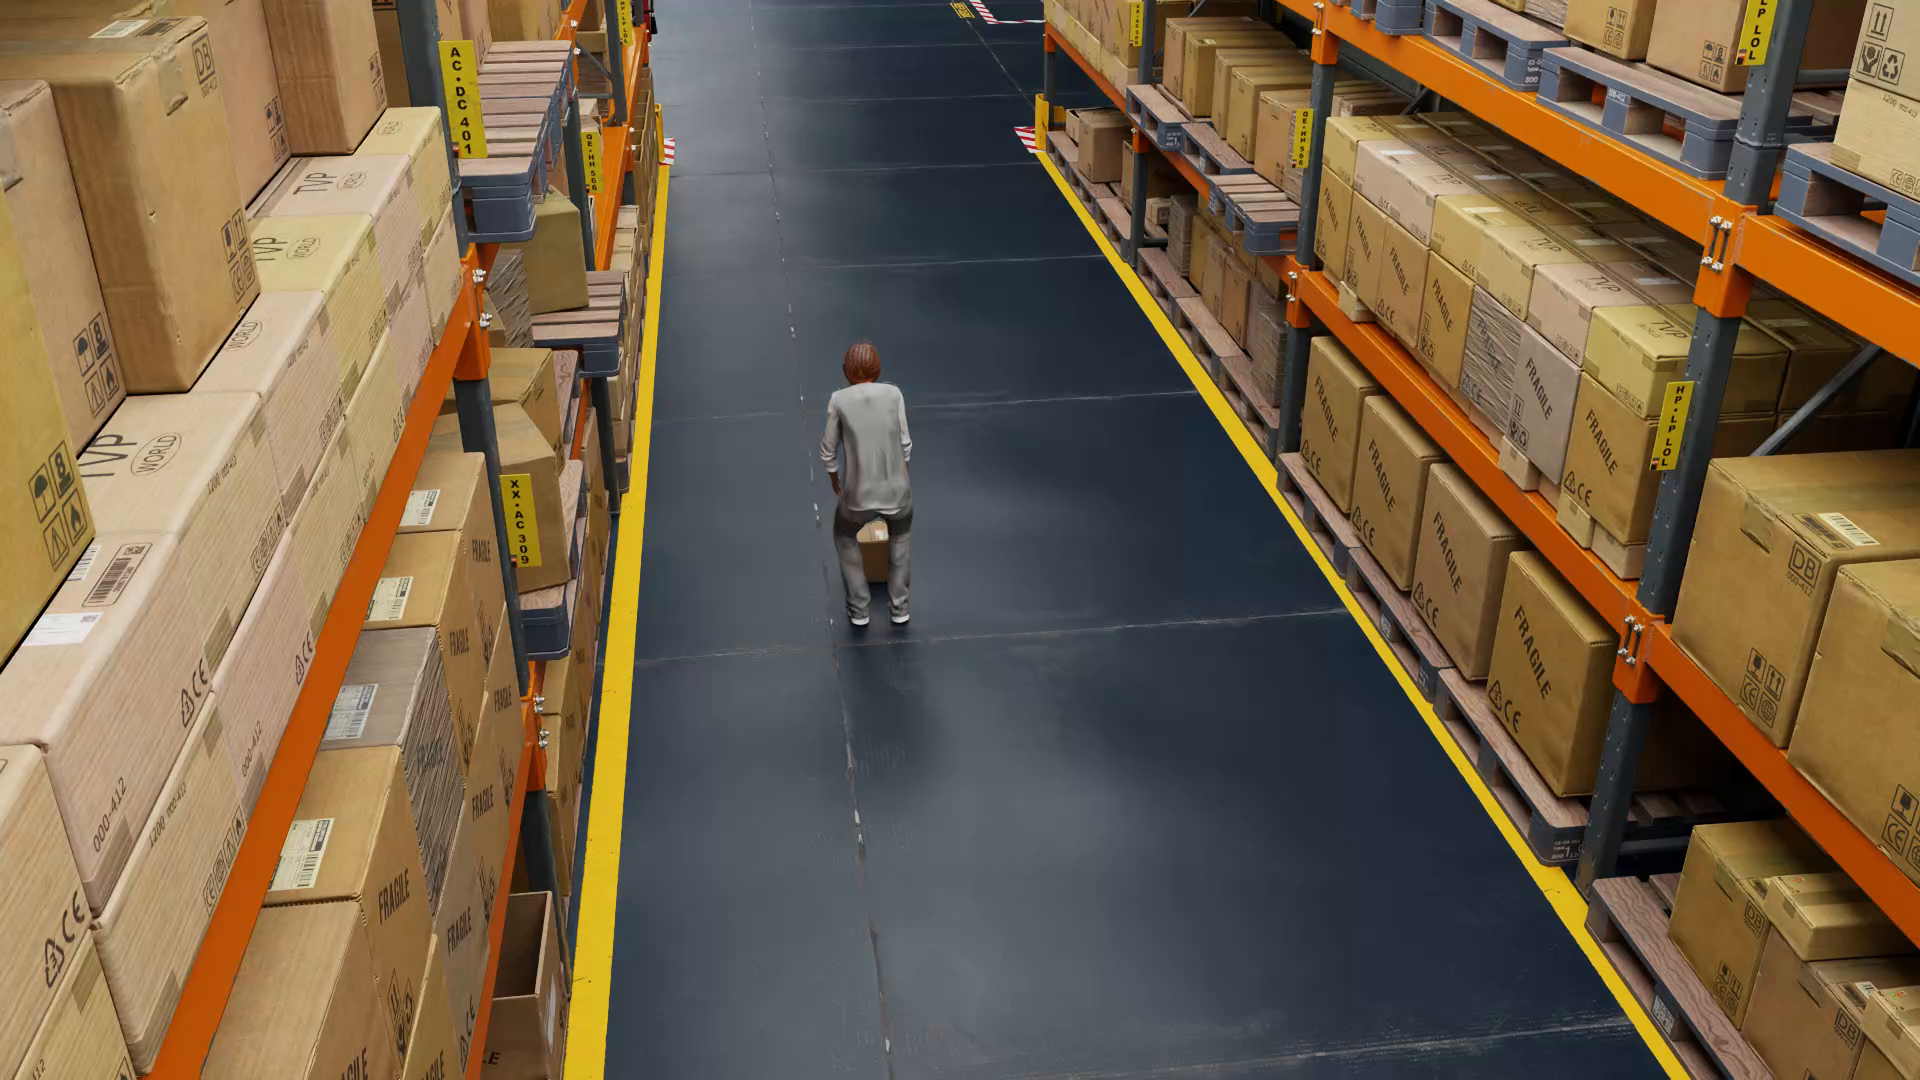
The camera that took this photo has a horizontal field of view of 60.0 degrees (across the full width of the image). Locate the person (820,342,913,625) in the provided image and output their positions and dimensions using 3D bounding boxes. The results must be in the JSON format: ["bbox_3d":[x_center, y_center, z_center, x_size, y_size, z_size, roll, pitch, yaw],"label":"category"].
[{"bbox_3d":[-0.459,-0.248,8.306,0.456,1.423,0.560,-3,28,-7],"label":"person"}]
